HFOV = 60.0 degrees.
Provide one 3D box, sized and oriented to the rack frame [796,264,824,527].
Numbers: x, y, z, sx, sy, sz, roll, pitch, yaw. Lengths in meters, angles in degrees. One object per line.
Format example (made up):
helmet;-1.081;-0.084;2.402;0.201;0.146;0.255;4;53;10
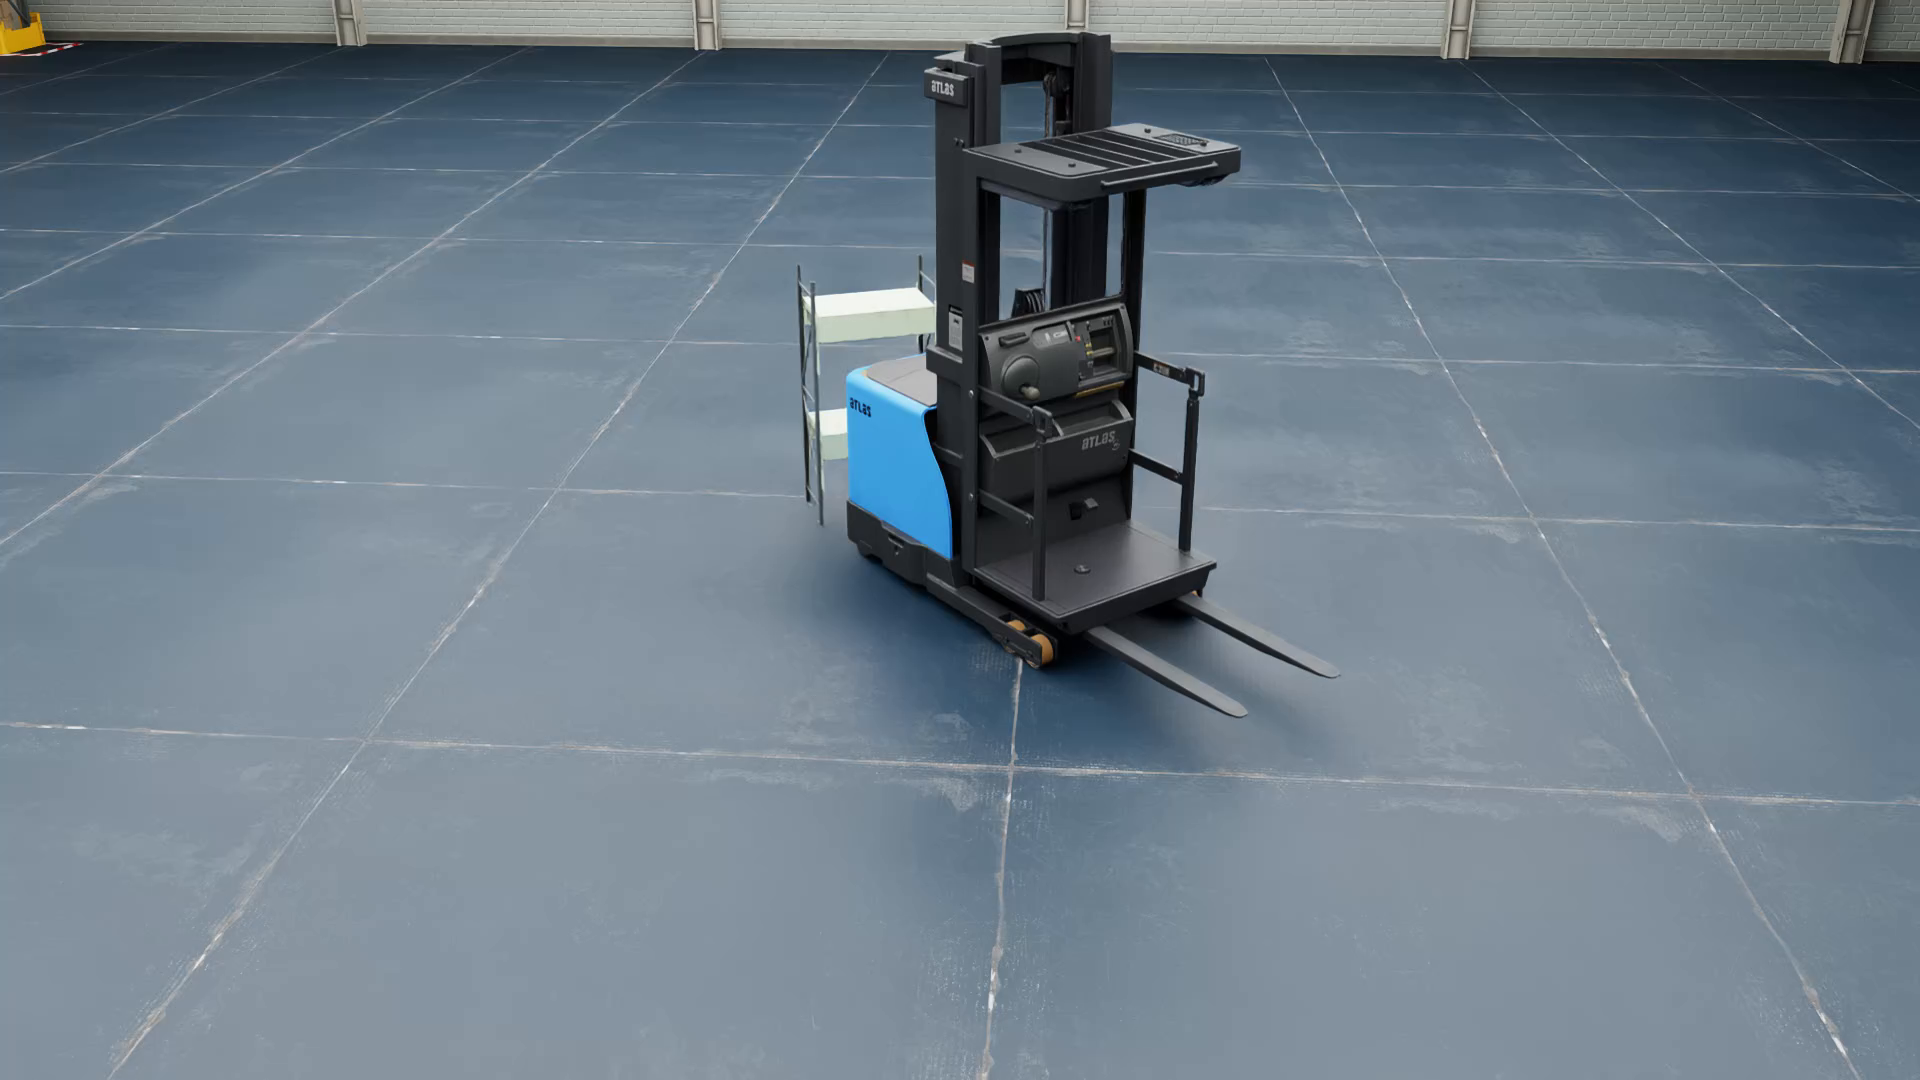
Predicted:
rack frame;-0.881;-0.837;9.776;0.023;1.500;0.400;-7;26;-16

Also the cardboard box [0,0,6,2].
cardboard box;-15.922;-8.888;27.069;0.500;0.250;0.500;1;25;3

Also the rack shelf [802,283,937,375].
rack shelf;-0.532;-1.238;9.712;0.720;0.370;0.431;-7;26;-16

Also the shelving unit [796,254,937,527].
shelving unit;-0.532;-0.883;9.875;0.755;1.500;0.431;-7;26;-16

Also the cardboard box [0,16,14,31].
cardboard box;-15.932;-8.437;27.285;0.500;0.250;0.500;2;25;4

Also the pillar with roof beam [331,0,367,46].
pillar with roof beam;-10.429;-10.535;21.881;0.400;9.000;9.100;2;25;4

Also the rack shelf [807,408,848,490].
rack shelf;-0.532;-0.587;10.011;0.720;0.370;0.431;-7;26;-16

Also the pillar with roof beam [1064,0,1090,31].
pillar with roof beam;1.536;-10.151;21.046;0.400;9.000;9.100;2;25;4

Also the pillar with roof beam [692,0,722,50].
pillar with roof beam;-4.447;-10.343;21.463;0.400;9.000;9.100;2;25;4

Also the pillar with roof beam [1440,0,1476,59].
pillar with roof beam;7.518;-9.959;20.629;0.400;9.000;9.100;2;25;4

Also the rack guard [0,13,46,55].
rack guard;-15.433;-8.262;27.107;0.348;0.500;1.175;2;25;4

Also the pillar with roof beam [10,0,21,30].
pillar with roof beam;-16.412;-10.727;22.298;0.400;9.000;9.100;2;25;4

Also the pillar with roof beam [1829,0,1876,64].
pillar with roof beam;13.500;-9.767;20.212;0.400;9.000;9.100;2;25;4

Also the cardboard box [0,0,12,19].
cardboard box;-15.910;-8.669;27.190;0.500;0.250;0.500;2;25;5

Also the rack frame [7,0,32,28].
rack frame;-15.457;-9.398;26.586;0.127;3.000;1.000;2;25;4

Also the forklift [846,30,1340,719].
forklift;0.628;-0.921;8.245;1.130;2.935;3.031;-17;30;-33

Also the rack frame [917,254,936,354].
rack frame;-0.183;-0.929;9.975;0.023;1.500;0.400;-7;26;-16
